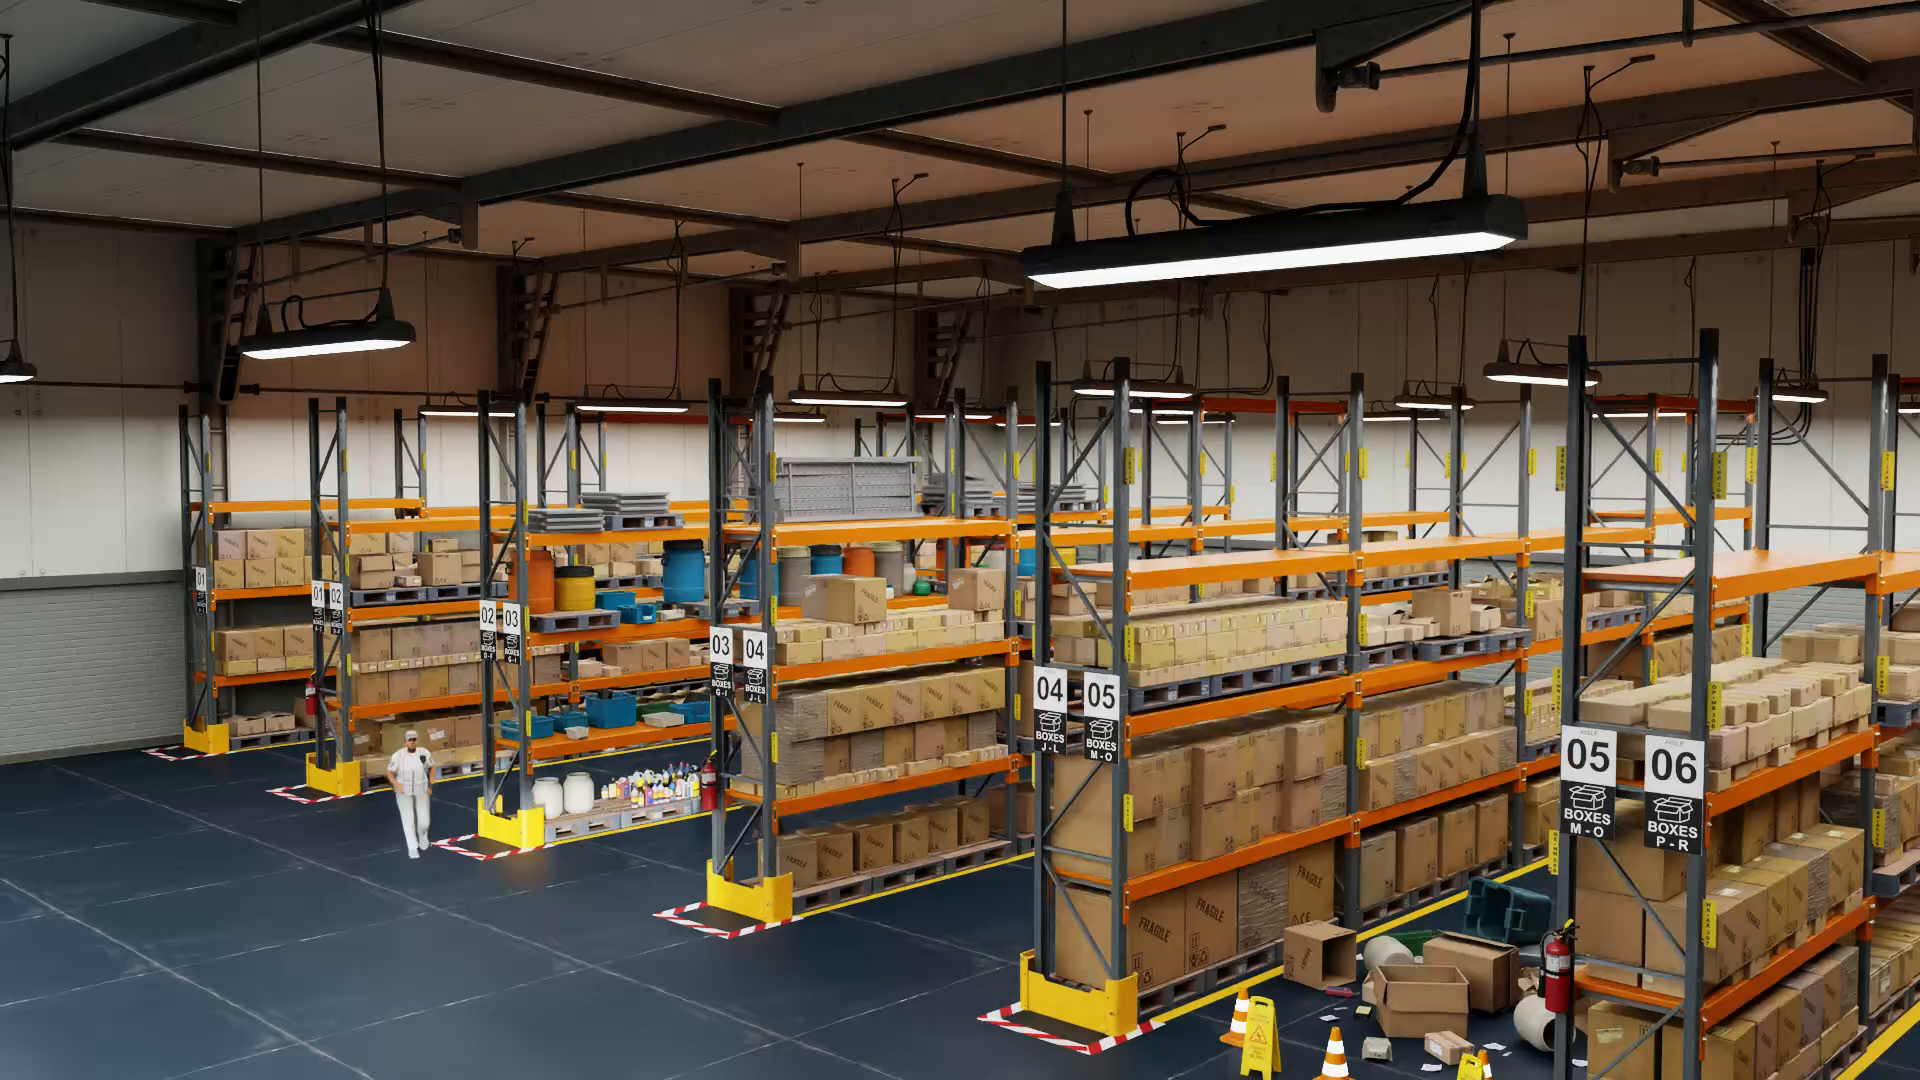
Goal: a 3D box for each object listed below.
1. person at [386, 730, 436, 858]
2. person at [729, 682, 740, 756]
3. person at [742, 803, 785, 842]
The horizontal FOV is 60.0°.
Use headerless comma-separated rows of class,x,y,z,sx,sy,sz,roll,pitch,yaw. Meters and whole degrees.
person,-7.003,3.235,21.243,0.609,1.631,0.548,-1,3,-21
person,-3.932,2.890,28.256,0.604,1.603,0.666,2,3,27
person,-2.583,3.258,22.005,0.640,1.547,0.791,2,4,32
